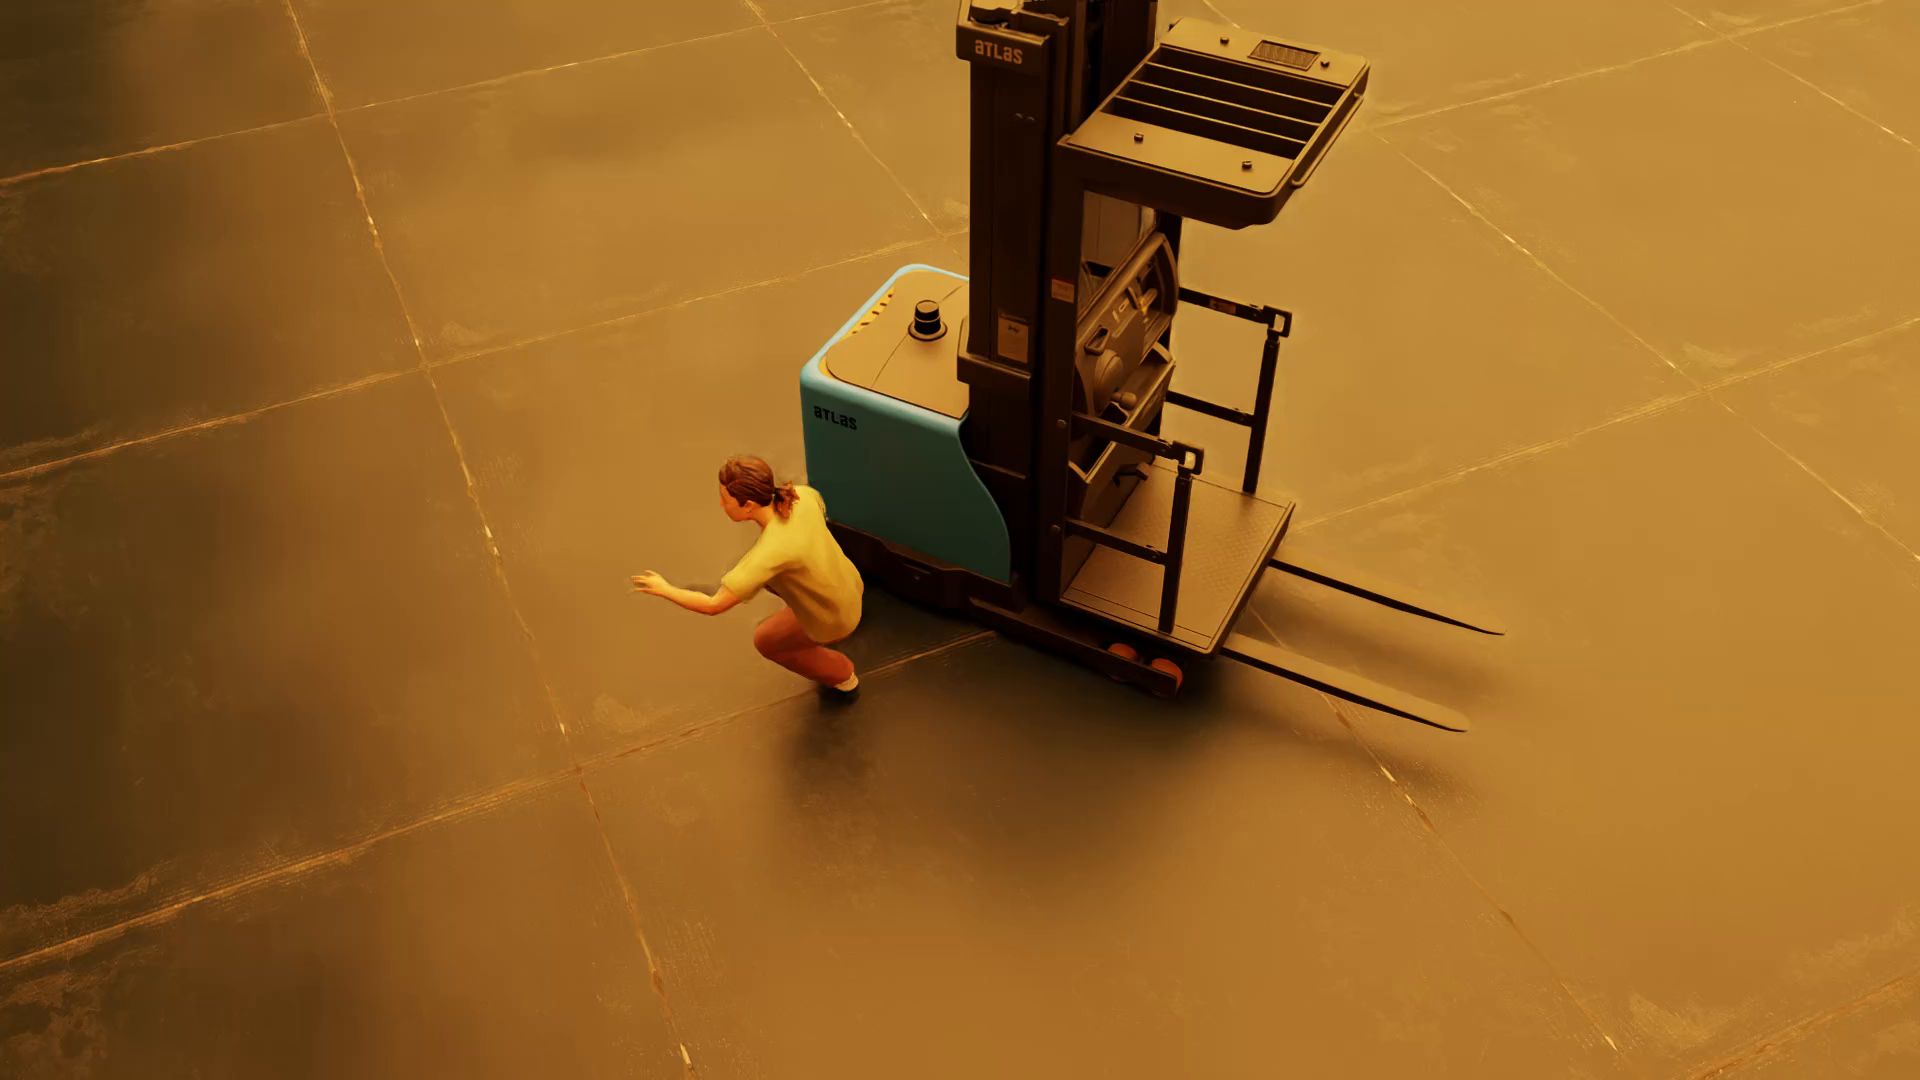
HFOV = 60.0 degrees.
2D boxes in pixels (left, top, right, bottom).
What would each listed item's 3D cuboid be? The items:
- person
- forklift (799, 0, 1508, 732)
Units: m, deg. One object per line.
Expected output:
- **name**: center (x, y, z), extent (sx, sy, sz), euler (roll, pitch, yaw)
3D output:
- **person**: center (-0.776, 0.122, 6.660), extent (0.828, 1.431, 1.100), euler (5, 43, 5)
- **forklift**: center (0.848, -0.819, 6.558), extent (3.031, 2.935, 1.130), euler (20, 46, 20)
